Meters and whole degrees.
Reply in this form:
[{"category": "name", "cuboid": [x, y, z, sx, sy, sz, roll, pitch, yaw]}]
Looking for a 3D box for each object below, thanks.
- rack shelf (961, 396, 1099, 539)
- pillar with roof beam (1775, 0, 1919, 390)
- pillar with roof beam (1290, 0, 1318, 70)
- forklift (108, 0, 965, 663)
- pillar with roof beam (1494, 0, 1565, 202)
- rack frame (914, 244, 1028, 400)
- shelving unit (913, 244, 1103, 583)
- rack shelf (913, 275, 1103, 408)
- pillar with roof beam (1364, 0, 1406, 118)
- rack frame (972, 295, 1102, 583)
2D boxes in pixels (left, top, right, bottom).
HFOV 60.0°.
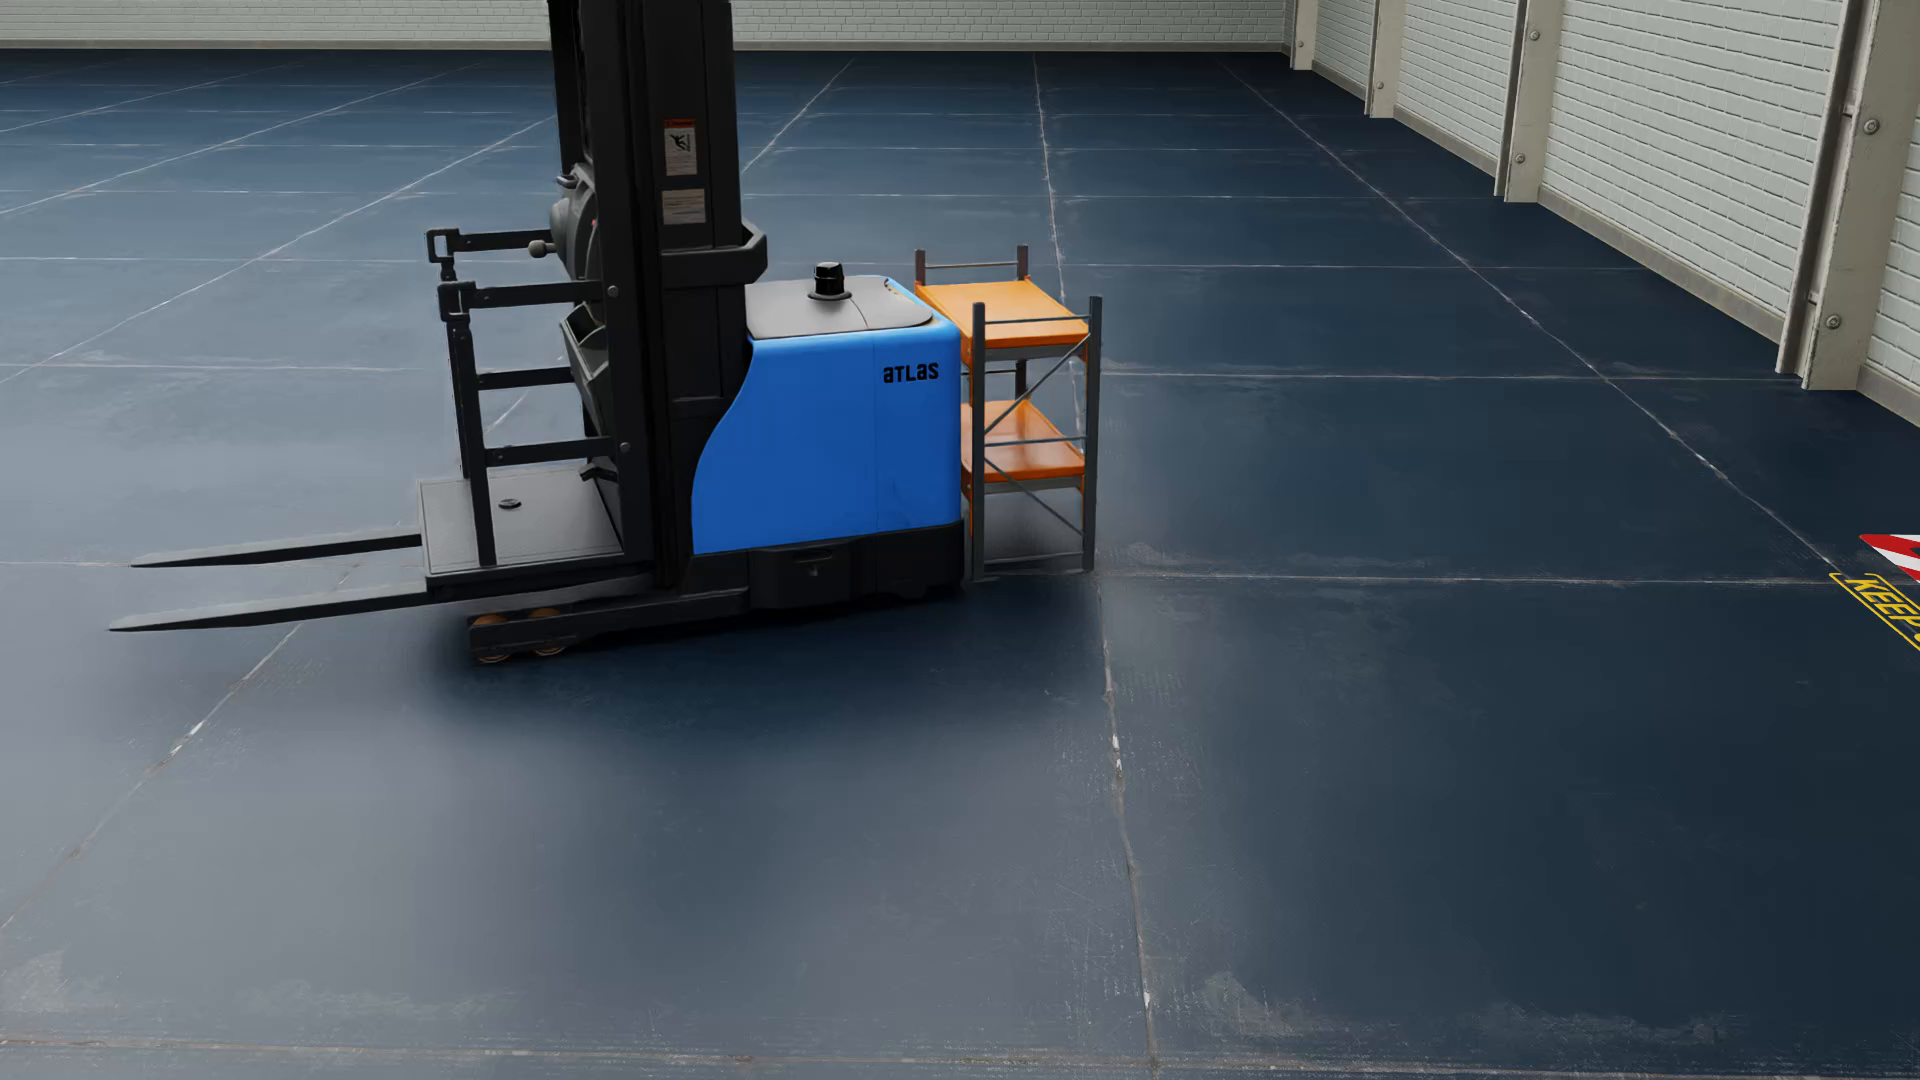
[{"category": "rack shelf", "cuboid": [0.171, -0.331, 7.003, 0.538, 0.278, 1.000, -5, 22, -13]}, {"category": "pillar with roof beam", "cuboid": [0.517, -5.142, 7.840, 9.100, 9.000, 0.400, 1, 21, 2]}, {"category": "pillar with roof beam", "cuboid": [1.064, -11.650, 24.614, 9.100, 9.000, 0.400, 1, 21, 2]}, {"category": "forklift", "cuboid": [-1.557, -1.145, 5.928, 3.031, 2.935, 1.130, -7, 22, -17]}, {"category": "pillar with roof beam", "cuboid": [0.699, -7.311, 13.432, 9.100, 9.000, 0.400, 1, 21, 2]}, {"category": "rack frame", "cuboid": [0.050, -0.737, 7.374, 0.500, 1.125, 0.032, -5, 22, -13]}, {"category": "shelving unit", "cuboid": [0.171, -0.559, 6.914, 0.538, 1.125, 1.048, -5, 22, -13]}, {"category": "rack shelf", "cuboid": [0.171, -0.832, 6.808, 0.538, 0.278, 1.000, -5, 22, -13]}, {"category": "pillar with roof beam", "cuboid": [0.882, -9.481, 19.023, 9.100, 9.000, 0.400, 1, 21, 2]}, {"category": "rack frame", "cuboid": [0.292, -0.380, 6.454, 0.500, 1.125, 0.032, -5, 22, -13]}]
